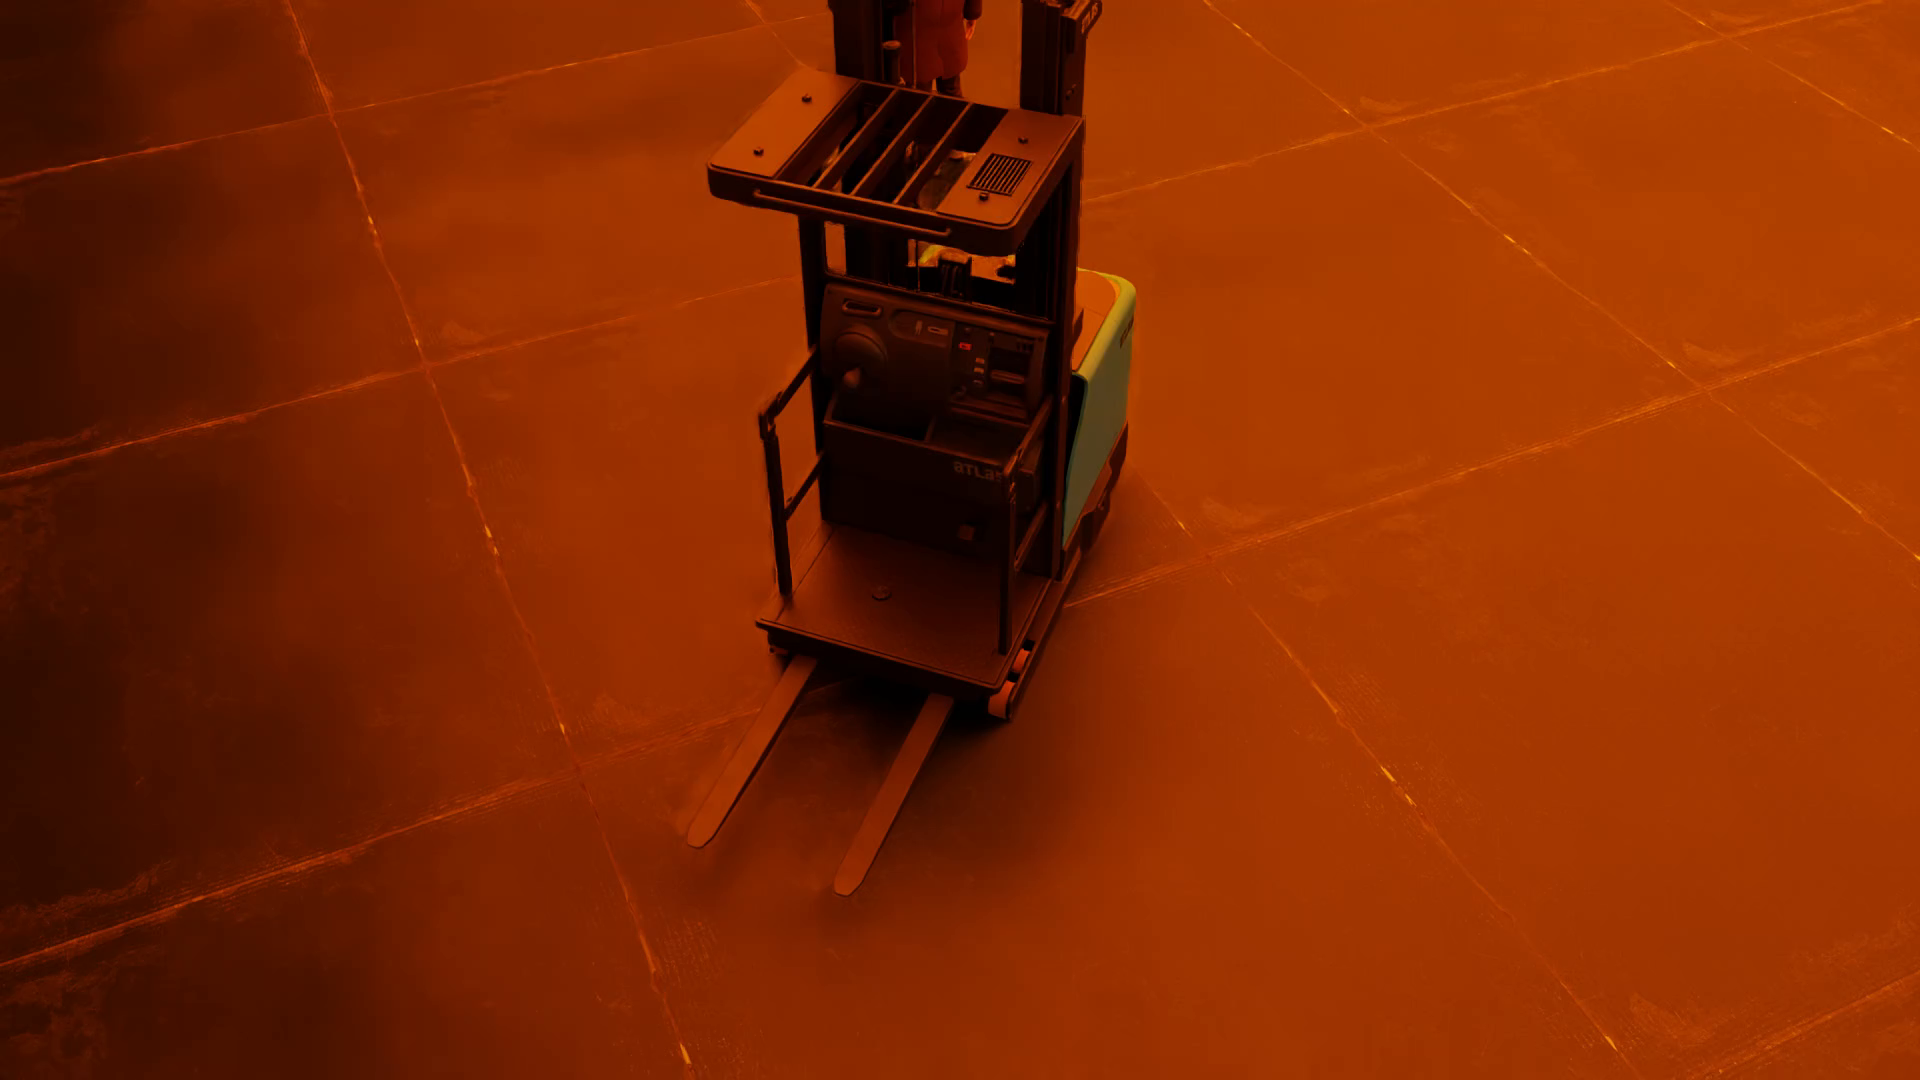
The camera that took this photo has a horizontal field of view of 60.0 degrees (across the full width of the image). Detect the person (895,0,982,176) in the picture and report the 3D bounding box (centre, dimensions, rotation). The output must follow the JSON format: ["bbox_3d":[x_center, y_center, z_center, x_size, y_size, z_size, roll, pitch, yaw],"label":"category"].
[{"bbox_3d":[-0.224,-2.995,9.723,0.698,1.777,0.580,-18,46,-18],"label":"person"}]

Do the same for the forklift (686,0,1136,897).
[{"bbox_3d":[-0.185,-0.645,6.371,1.130,2.935,3.031,15,45,15],"label":"forklift"}]
